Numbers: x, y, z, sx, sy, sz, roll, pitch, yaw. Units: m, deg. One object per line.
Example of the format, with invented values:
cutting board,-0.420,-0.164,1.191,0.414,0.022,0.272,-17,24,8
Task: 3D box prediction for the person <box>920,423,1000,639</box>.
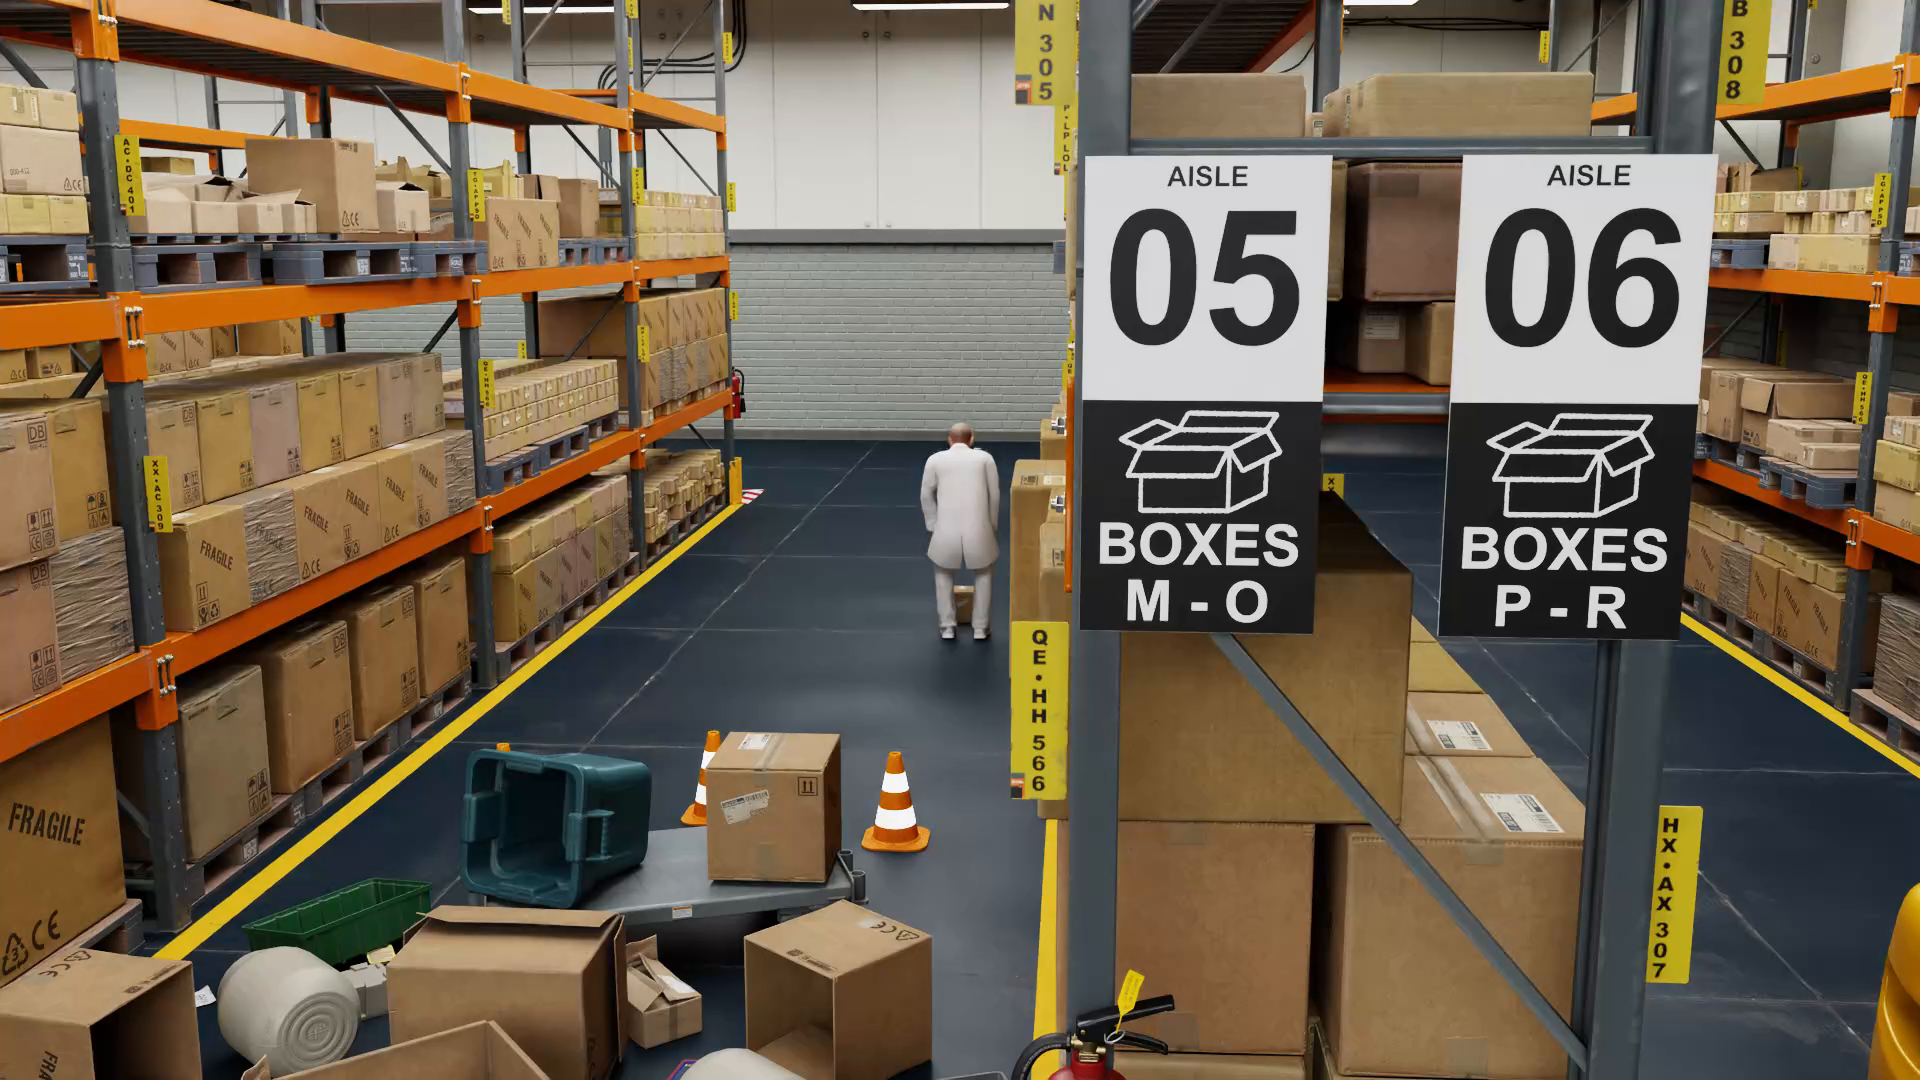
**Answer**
person,0.001,-0.061,12.738,0.617,1.623,0.543,1,11,5
